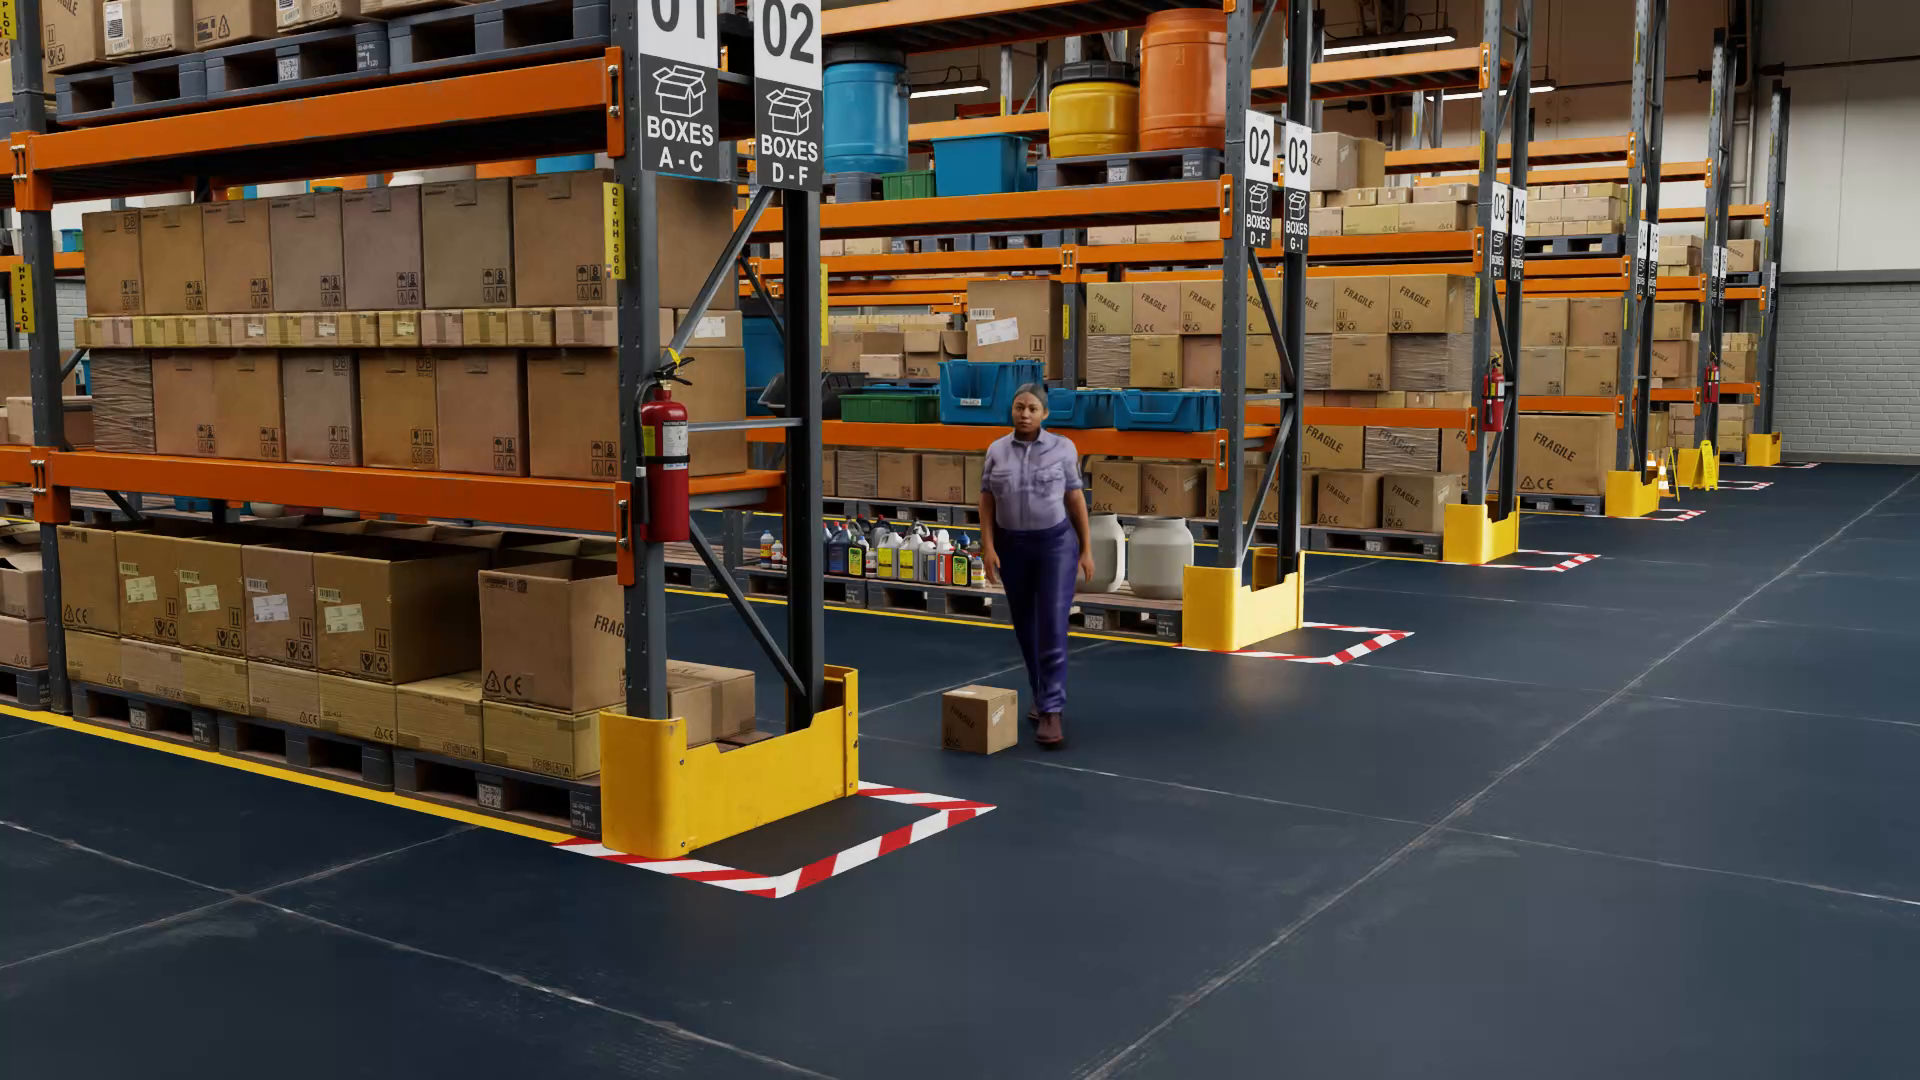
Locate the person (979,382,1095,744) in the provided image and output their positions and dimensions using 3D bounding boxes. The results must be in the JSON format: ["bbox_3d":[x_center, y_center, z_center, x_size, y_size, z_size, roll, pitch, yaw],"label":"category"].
[{"bbox_3d":[0.319,0.079,7.774,0.523,1.624,0.786,2,7,19],"label":"person"}]
